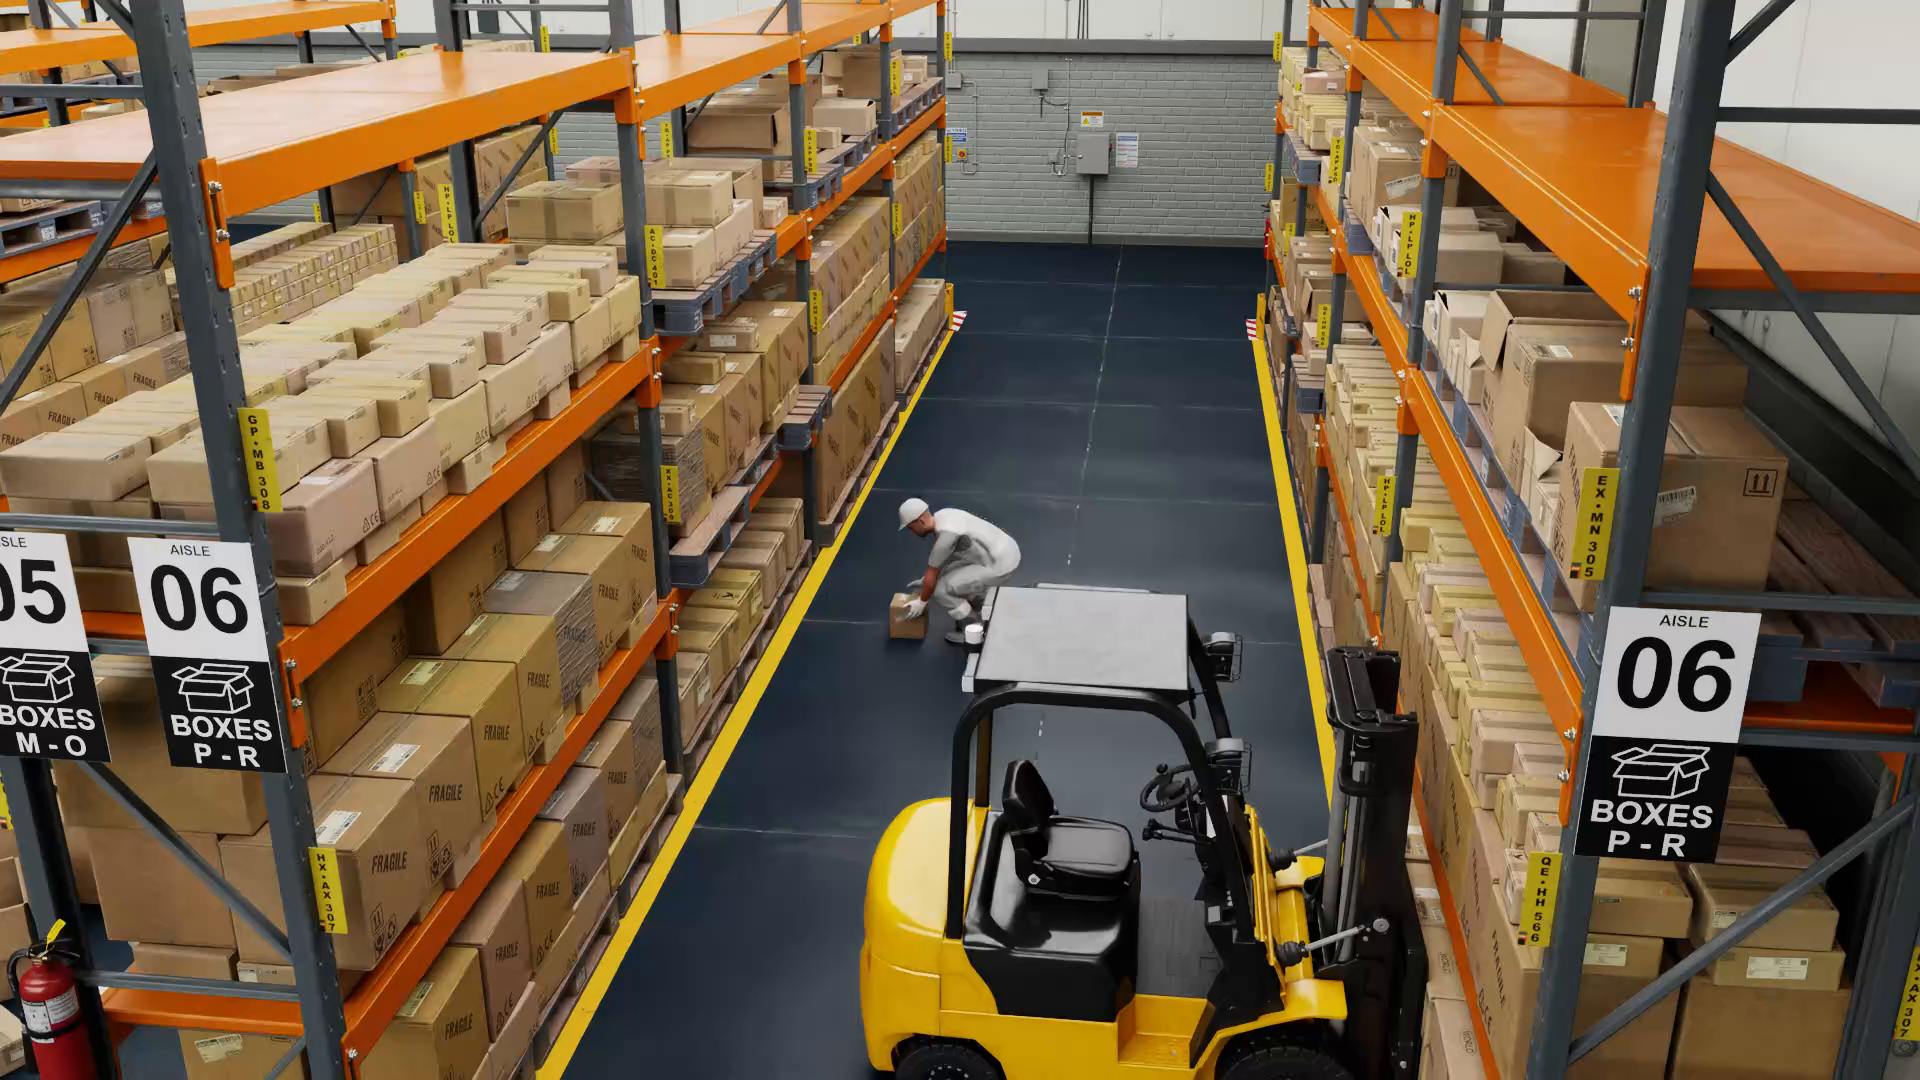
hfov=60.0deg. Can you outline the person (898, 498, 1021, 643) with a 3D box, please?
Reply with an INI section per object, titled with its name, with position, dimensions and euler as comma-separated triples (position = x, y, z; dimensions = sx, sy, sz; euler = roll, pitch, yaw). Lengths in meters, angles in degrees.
[person]
position = -0.002, 0.208, 11.957
dimensions = 0.870, 1.065, 0.577
euler = 2, 21, 6
